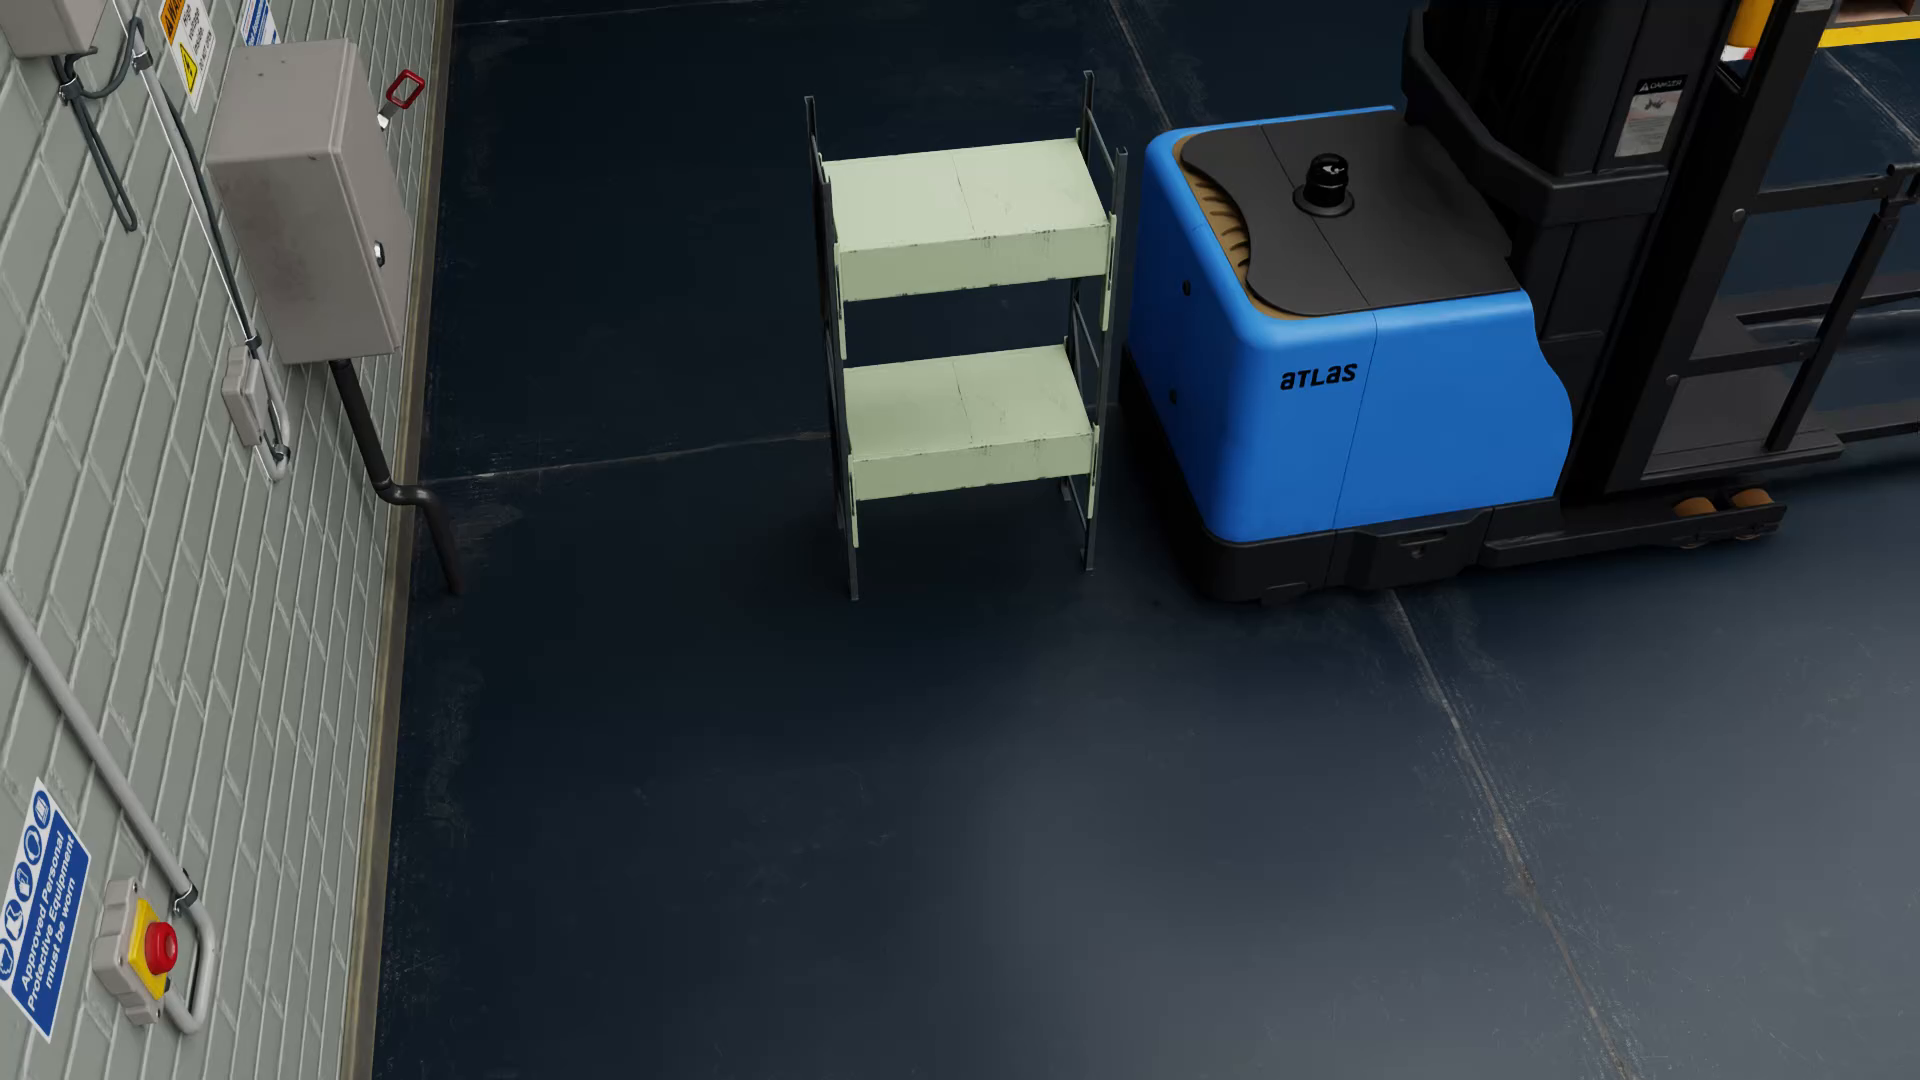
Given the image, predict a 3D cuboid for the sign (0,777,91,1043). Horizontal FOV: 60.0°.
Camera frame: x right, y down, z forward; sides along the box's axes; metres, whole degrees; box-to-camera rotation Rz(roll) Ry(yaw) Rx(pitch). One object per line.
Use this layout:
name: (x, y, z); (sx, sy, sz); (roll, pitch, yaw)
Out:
sign: (-1.354, 0.544, 2.455); (0.001, 0.218, 0.327); (-7, 46, -7)

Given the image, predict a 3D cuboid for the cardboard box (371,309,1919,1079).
cardboard box: (5.311, 0.540, 3.654); (13.522, 1.550, 6.103); (-8, 47, -7)

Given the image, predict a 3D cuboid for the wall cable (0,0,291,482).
wall cable: (-1.555, -0.762, 3.195); (0.122, 1.984, 0.588); (-7, 46, -7)

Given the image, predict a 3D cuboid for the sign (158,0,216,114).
sign: (-1.711, -1.135, 3.687); (0.001, 0.242, 0.339); (-7, 46, -7)

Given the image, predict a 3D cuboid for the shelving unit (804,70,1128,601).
shelving unit: (0.007, -0.521, 4.711); (0.755, 1.500, 0.400); (-7, 46, -7)

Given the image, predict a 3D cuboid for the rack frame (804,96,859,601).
rack frame: (-0.354, -0.476, 4.667); (0.023, 1.500, 0.400); (-7, 46, -7)

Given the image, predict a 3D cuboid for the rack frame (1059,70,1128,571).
rack frame: (0.367, -0.566, 4.754); (0.023, 1.500, 0.400); (-7, 46, -7)

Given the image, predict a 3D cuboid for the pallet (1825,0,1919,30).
pallet: (4.261, -2.775, 7.777); (1.213, 0.211, 1.003); (-7, 46, -7)

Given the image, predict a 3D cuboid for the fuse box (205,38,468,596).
fuse box: (-1.516, -0.466, 4.510); (0.414, 1.711, 0.539); (-7, 46, -7)

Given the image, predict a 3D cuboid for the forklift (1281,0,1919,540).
forklift: (2.151, -1.327, 4.554); (2.937, 2.843, 1.107); (-8, 47, -8)
